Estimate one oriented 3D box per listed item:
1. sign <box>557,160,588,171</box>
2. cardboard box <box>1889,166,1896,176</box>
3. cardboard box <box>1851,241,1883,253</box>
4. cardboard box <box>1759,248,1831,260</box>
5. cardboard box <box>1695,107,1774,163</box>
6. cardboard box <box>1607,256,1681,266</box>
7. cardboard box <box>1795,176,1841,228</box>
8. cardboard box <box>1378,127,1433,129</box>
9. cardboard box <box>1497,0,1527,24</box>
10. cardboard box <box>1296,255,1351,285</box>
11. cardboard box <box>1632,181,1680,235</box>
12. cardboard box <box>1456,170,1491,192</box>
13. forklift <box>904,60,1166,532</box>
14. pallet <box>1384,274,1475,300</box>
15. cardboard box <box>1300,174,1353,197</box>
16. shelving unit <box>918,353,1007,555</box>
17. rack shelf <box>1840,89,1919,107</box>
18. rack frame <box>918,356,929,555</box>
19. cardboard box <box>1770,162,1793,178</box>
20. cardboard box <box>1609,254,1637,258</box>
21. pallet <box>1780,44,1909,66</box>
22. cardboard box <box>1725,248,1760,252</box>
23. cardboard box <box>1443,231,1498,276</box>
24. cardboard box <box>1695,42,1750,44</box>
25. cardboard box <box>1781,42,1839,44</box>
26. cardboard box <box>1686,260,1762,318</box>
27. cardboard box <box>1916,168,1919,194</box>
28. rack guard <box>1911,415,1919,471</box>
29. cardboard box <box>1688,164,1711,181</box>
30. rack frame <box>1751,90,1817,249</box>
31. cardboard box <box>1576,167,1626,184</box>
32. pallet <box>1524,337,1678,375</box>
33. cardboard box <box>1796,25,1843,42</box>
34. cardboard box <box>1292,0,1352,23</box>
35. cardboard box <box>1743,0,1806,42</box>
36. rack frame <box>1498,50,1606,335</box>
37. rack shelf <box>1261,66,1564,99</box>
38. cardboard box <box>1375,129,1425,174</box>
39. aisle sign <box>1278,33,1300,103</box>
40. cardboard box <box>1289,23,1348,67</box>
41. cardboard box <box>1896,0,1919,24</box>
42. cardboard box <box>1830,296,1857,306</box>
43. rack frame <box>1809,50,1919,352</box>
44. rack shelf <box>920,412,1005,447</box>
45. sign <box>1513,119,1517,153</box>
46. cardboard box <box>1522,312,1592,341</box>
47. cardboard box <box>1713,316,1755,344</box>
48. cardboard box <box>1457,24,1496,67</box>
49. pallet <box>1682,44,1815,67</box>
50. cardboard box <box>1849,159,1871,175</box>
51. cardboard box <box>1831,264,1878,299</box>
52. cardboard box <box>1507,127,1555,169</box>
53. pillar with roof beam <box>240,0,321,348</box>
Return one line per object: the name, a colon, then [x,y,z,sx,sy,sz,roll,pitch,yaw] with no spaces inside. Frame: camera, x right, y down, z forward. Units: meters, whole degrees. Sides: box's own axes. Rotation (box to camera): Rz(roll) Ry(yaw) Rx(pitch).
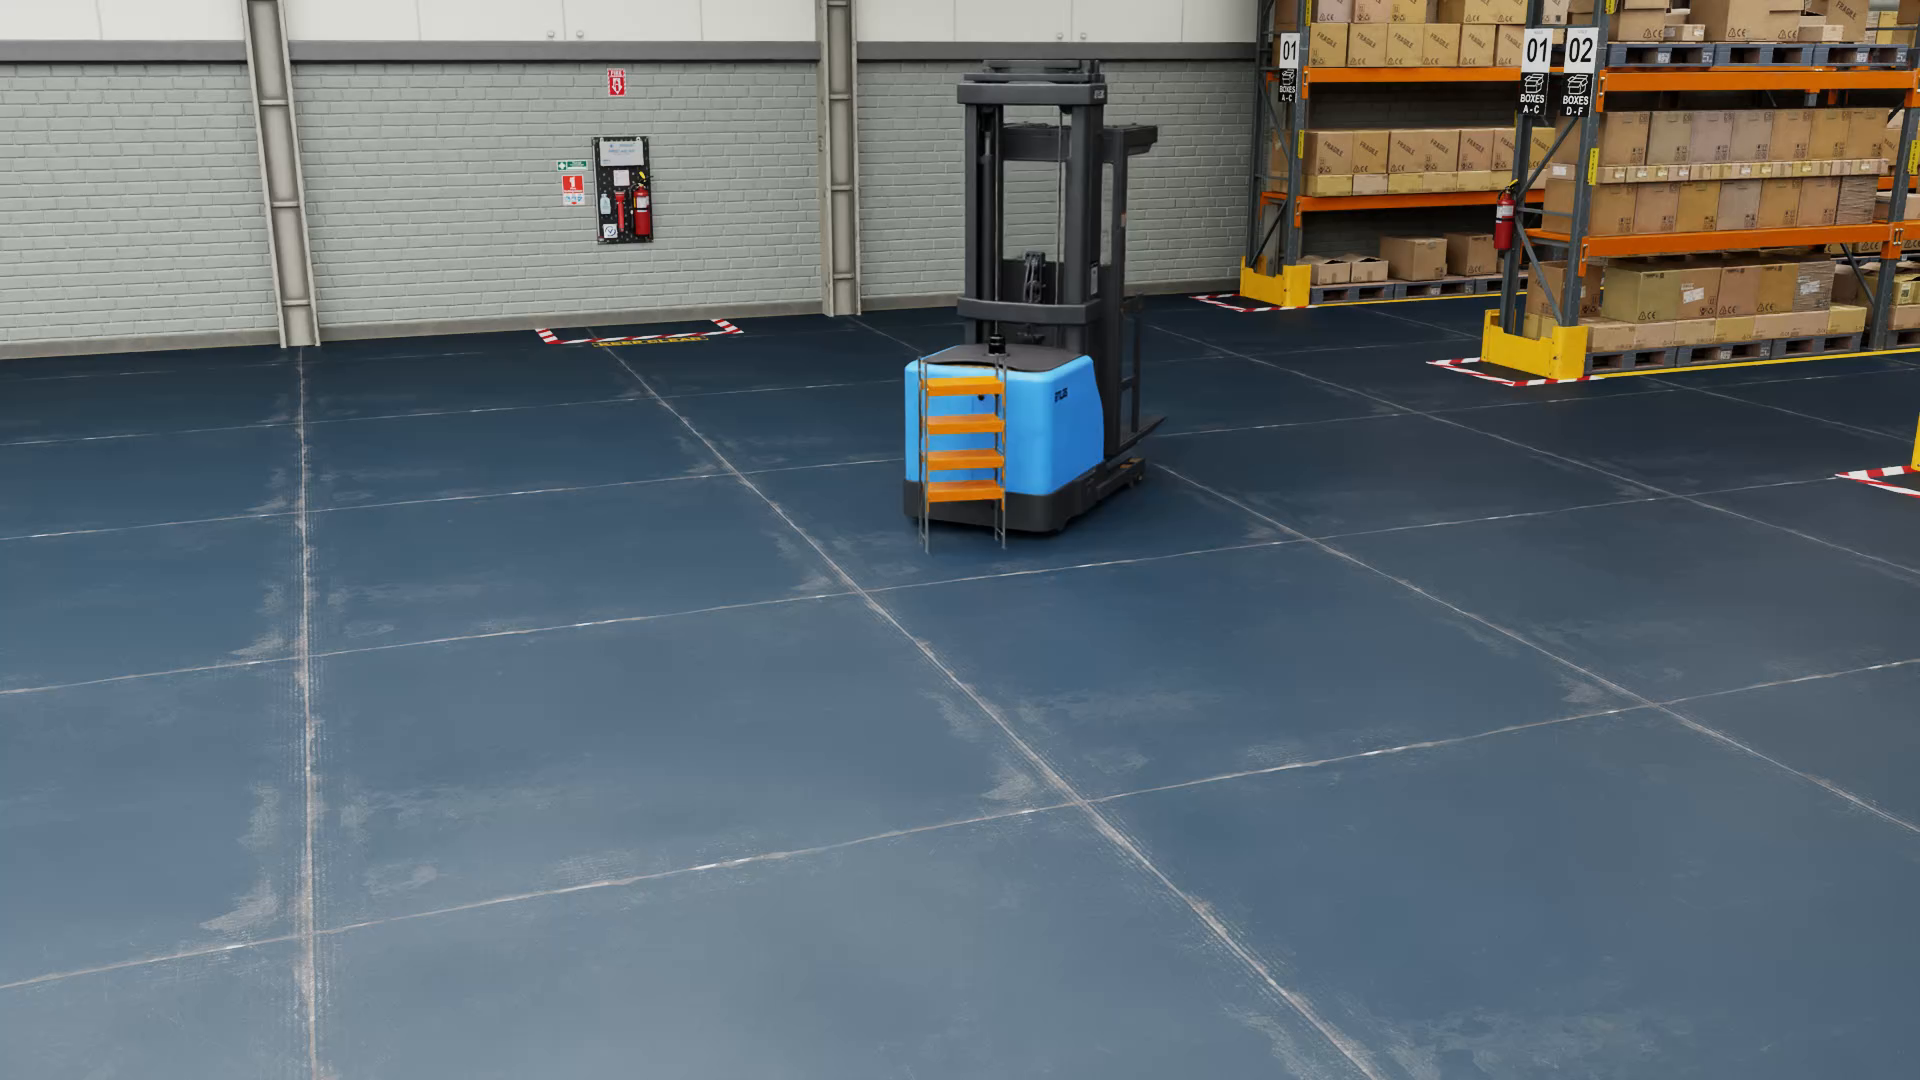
sign: [-4.272,-4.126,18.320,0.331,0.109,0.001,-6,17,-20]
cardboard box: [13.142,-5.256,23.584,0.250,0.149,0.380,-6,17,-20]
cardboard box: [12.878,-4.534,23.783,0.750,0.750,0.750,-6,17,-20]
cardboard box: [8.819,-2.809,17.643,0.500,0.500,0.500,-6,17,-20]
cardboard box: [7.547,-4.003,16.427,0.500,0.500,0.700,-6,17,-20]
cardboard box: [6.952,-2.607,16.955,0.500,0.500,0.500,-6,17,-20]
cardboard box: [8.462,-3.478,16.940,0.500,0.500,0.700,-6,18,-21]
cardboard box: [5.642,-4.984,21.146,0.500,0.500,0.500,-6,17,-19]
cardboard box: [6.707,-6.630,20.542,0.500,0.500,0.500,-5,17,-17]
cardboard box: [4.532,-3.398,20.836,0.500,0.311,0.500,-8,18,-26]
cardboard box: [6.559,-3.274,16.245,0.500,0.500,0.700,-6,17,-19]
cardboard box: [6.322,-4.541,20.970,0.500,0.250,0.500,-6,17,-20]
forklift: [0.699,-1.827,11.616,1.130,2.935,3.031,7,18,23]
pallet: [5.833,-3.295,21.444,1.213,0.211,1.003,-6,17,-20]
cardboard box: [4.423,-4.334,20.264,0.500,0.250,0.500,-7,18,-22]
shelving unit: [0.012,-0.532,10.281,0.503,1.200,0.258,-3,17,-11]
rack shelf: [11.232,-4.827,17.664,4.000,0.370,1.077,-6,17,-20]
rack frame: [-0.227,-0.518,10.234,0.015,1.200,0.240,-3,17,-11]
cardboard box: [8.001,-3.679,16.473,0.250,0.149,0.380,-6,17,-18]
cardboard box: [8.734,-3.990,22.516,0.500,0.500,0.700,-7,18,-21]
pallet: [8.577,-4.835,16.573,1.213,0.211,1.003,-6,17,-20]
cardboard box: [10.670,-4.163,23.105,0.500,0.500,0.700,-6,17,-19]
cardboard box: [6.634,-3.731,21.634,0.500,0.500,0.500,-8,18,-24]
cardboard box: [10.080,-6.629,22.307,0.637,0.503,0.797,-4,17,-12]
cardboard box: [11.747,-6.999,22.825,0.500,0.500,0.700,-8,18,-24]
cardboard box: [7.611,-2.516,16.646,0.500,0.500,0.500,-6,17,-20]
cardboard box: [10.579,-3.705,17.715,0.500,0.500,0.500,-5,17,-16]
rack guard: [7.452,-0.645,11.907,0.348,0.500,1.175,-6,17,-20]
cardboard box: [7.036,-3.574,16.118,0.250,0.149,0.380,-7,18,-22]
rack frame: [11.324,-5.237,23.109,0.127,3.000,1.000,-6,17,-20]
cardboard box: [6.073,-3.470,15.762,0.250,0.149,0.380,-6,18,-20]
pallet: [6.328,-1.878,16.618,1.213,0.211,1.003,-6,17,-20]
cardboard box: [8.336,-4.925,16.174,0.250,0.149,0.380,-6,17,-20]
cardboard box: [4.300,-6.382,19.697,0.500,0.500,0.500,-8,18,-24]
cardboard box: [7.782,-5.156,16.330,0.637,0.503,0.797,-4,17,-14]
rack frame: [5.629,-3.128,15.926,0.127,3.000,1.000,-6,17,-20]
rack shelf: [5.721,-5.726,20.728,4.000,0.370,1.077,-6,17,-20]
cardboard box: [5.356,-4.795,20.502,0.500,0.500,0.500,-7,18,-22]
aisle sign: [3.893,-5.592,19.703,0.004,0.787,0.394,-6,17,-20]
cardboard box: [4.255,-5.895,19.814,0.500,0.500,0.500,-6,17,-19]
cardboard box: [9.955,-5.511,16.909,0.500,0.500,0.500,-6,17,-19]
cardboard box: [9.648,-2.531,18.029,0.500,0.250,0.500,-6,18,-21]
rack frame: [9.365,-3.531,17.299,0.127,3.000,1.000,-6,17,-20]
rack shelf: [0.012,-0.682,10.237,0.480,0.148,0.258,-3,17,-11]
sign: [5.448,-3.941,16.220,0.005,0.325,0.100,-6,17,-20]
cardboard box: [6.024,-2.142,16.703,0.500,0.250,0.500,-6,17,-20]
cardboard box: [7.611,-2.156,16.752,0.500,0.250,0.500,-6,17,-20]
cardboard box: [6.225,-6.101,20.515,0.500,0.500,0.500,-7,18,-22]
pallet: [7.440,-4.713,16.157,1.213,0.211,1.003,-6,17,-20]
cardboard box: [8.956,-3.782,16.825,0.250,0.149,0.380,-7,18,-21]
cardboard box: [9.640,-2.799,17.944,0.500,0.311,0.500,-6,17,-20]
cardboard box: [7.258,-5.002,21.209,0.500,0.500,0.500,-6,17,-20]
pillar with roof beam: [-5.468,-5.265,12.556,0.400,9.000,9.100,-6,17,-20]
